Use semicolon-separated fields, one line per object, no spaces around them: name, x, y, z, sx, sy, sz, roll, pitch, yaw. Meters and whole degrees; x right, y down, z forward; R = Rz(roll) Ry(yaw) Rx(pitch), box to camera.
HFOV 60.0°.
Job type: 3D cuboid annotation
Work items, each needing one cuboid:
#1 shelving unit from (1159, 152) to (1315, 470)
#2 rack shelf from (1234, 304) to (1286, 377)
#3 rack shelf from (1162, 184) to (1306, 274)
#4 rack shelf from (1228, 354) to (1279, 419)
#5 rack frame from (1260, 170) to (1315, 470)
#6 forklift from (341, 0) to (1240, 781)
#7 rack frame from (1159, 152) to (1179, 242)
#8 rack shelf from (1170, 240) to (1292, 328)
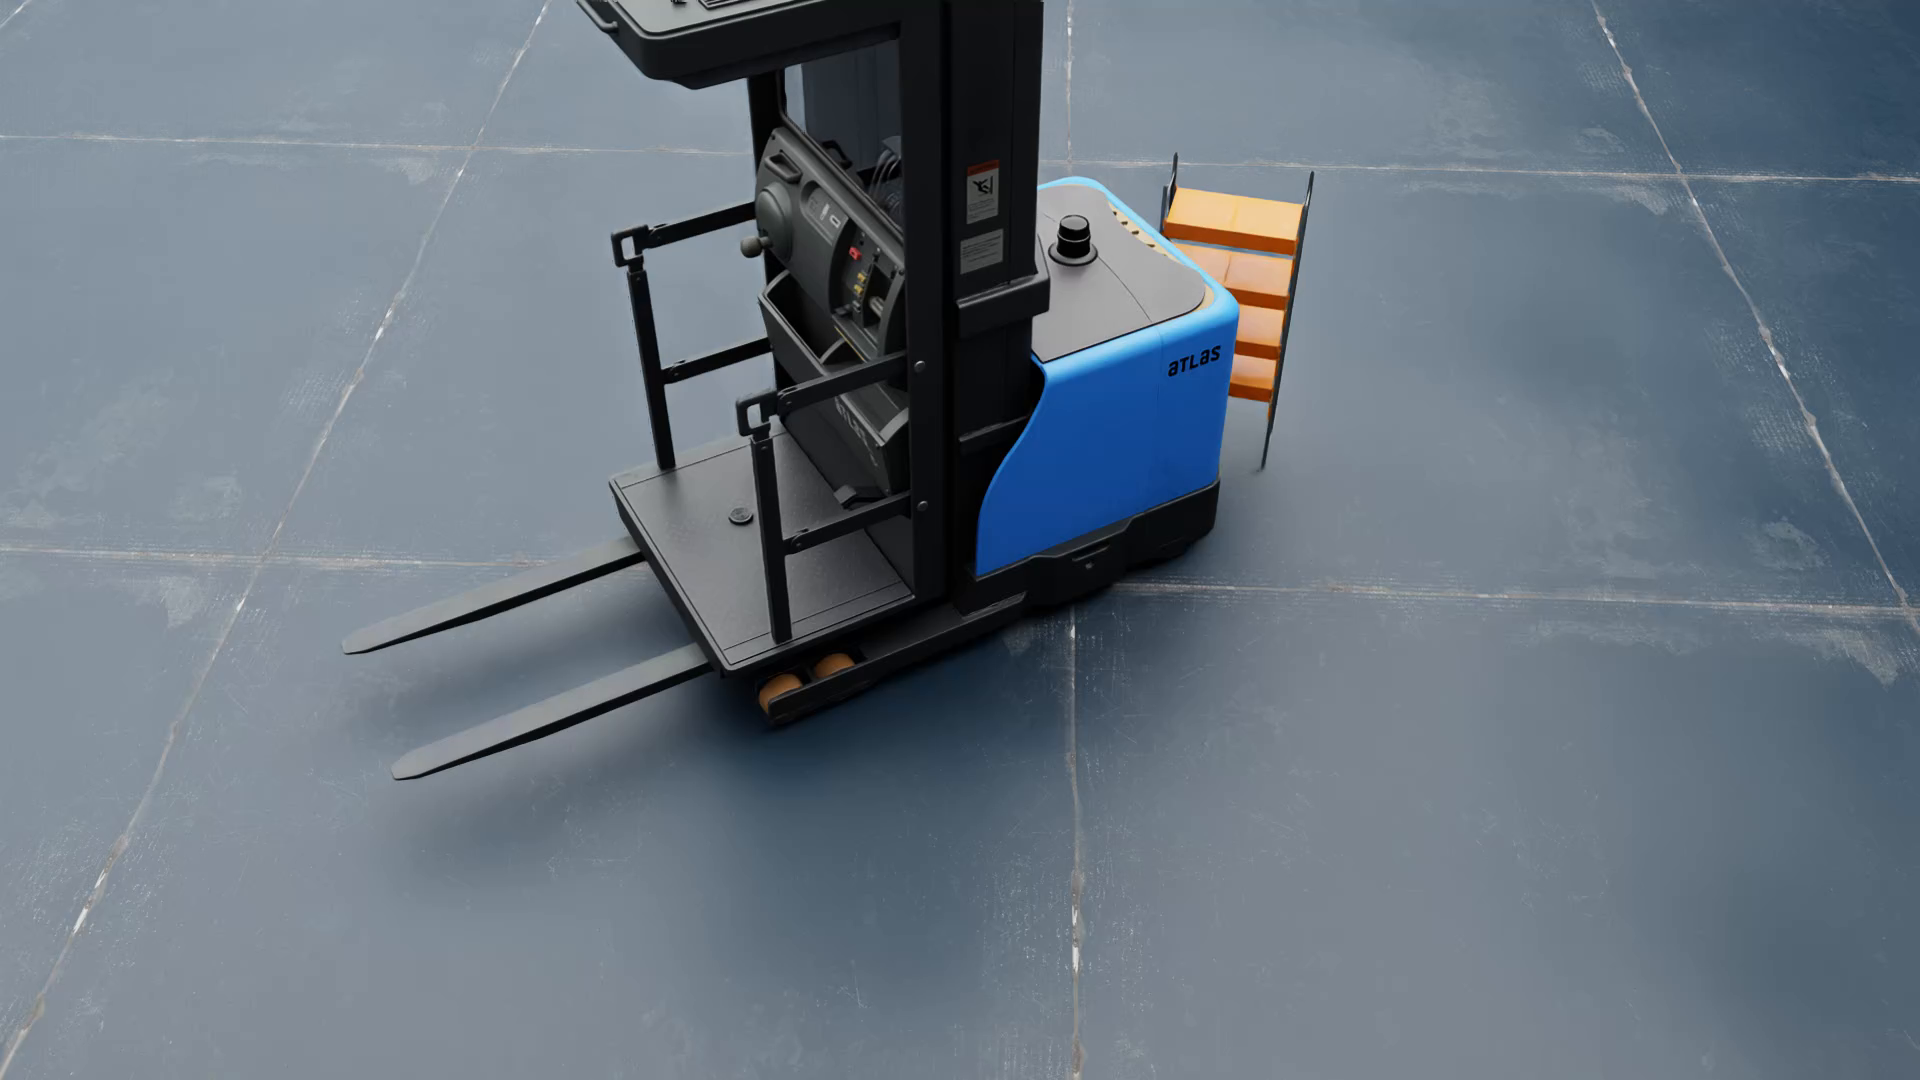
shelving unit;0.986;-0.836;6.267;0.503;1.200;0.258;10;44;11
rack shelf;0.986;-0.787;6.313;0.480;0.148;0.258;10;44;11
rack shelf;0.986;-1.124;5.999;0.480;0.148;0.258;10;44;11
rack shelf;0.986;-0.642;6.448;0.480;0.148;0.258;10;44;11
rack frame;1.221;-0.793;6.221;0.015;1.200;0.240;10;44;11
forklift;-0.587;-0.872;5.036;3.031;2.935;1.130;-21;47;-21
rack frame;0.750;-0.879;6.314;0.015;1.200;0.240;10;44;11
rack shelf;0.986;-0.951;6.161;0.480;0.148;0.258;10;44;11
